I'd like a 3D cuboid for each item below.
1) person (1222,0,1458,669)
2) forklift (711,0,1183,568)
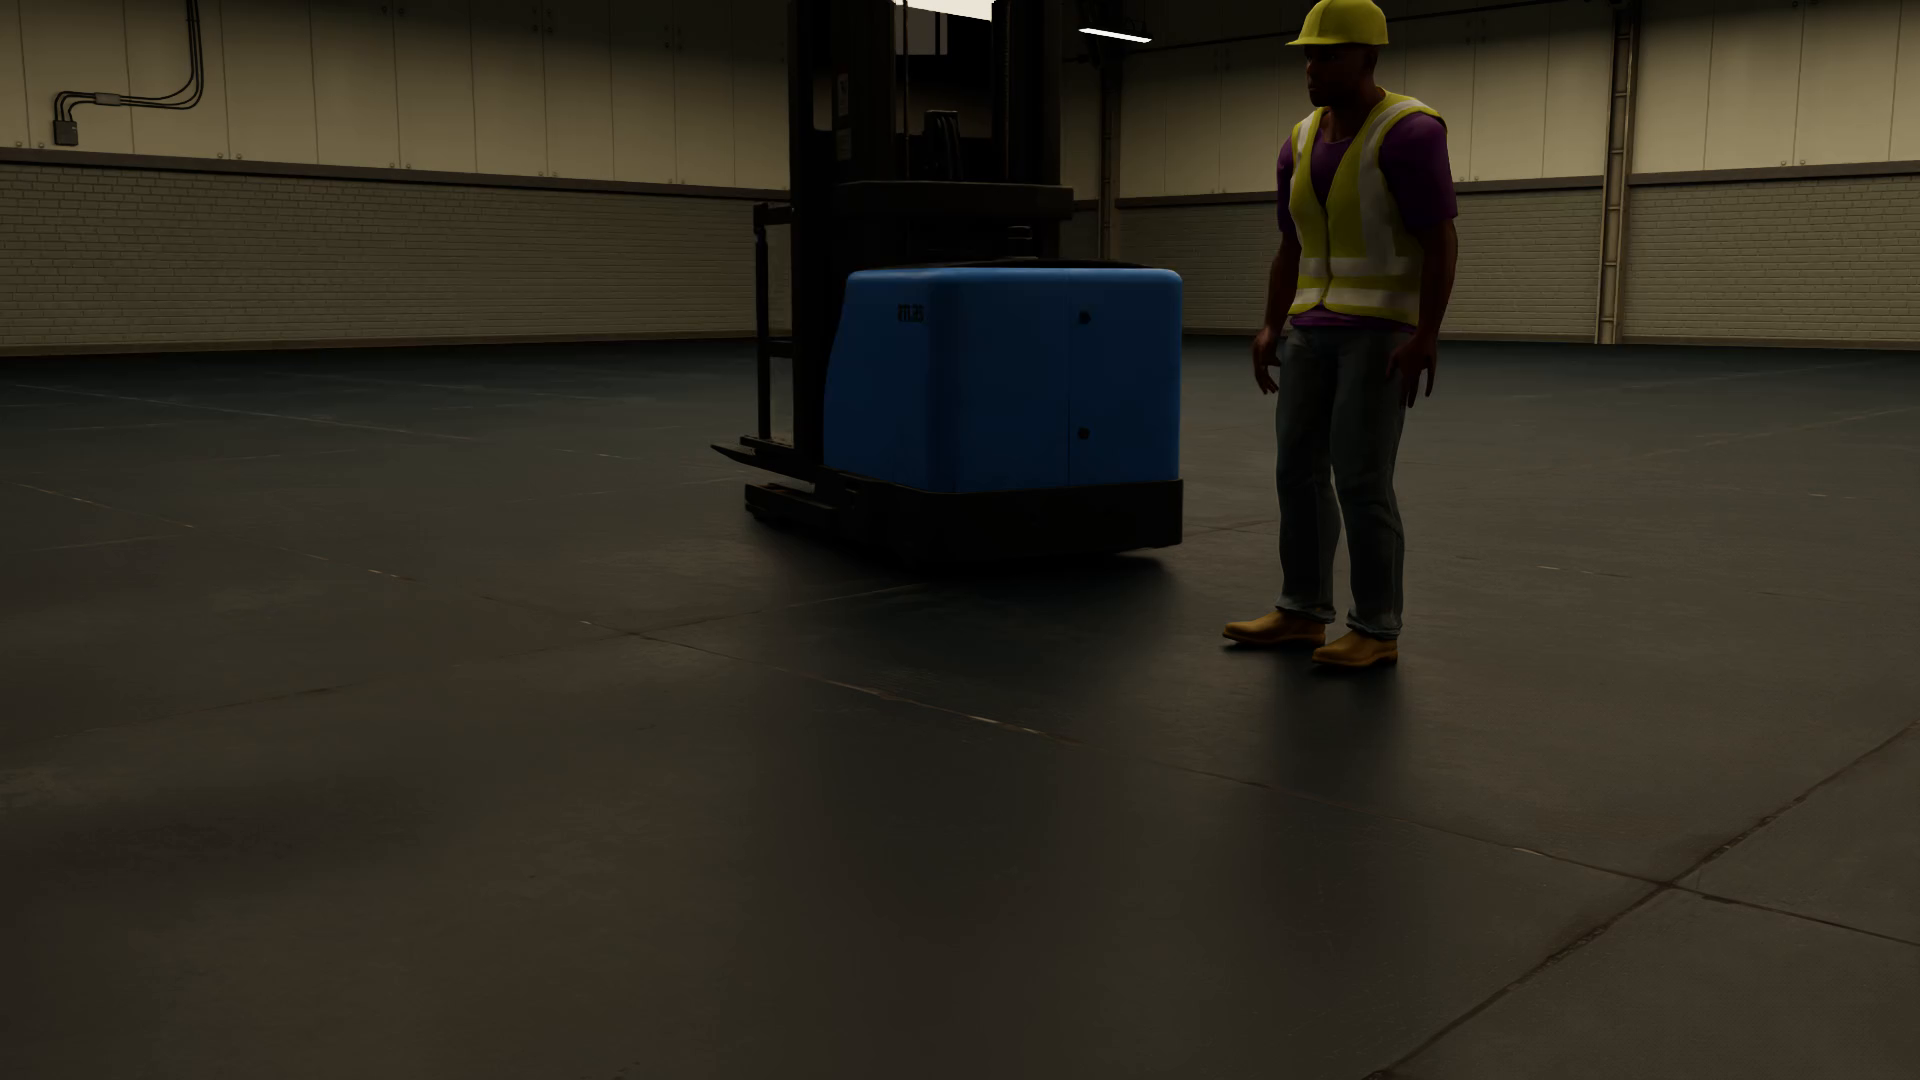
[{"bbox_3d":[1.030,-0.545,4.455,0.460,1.756,0.634,-5,10,-30],"label":"person"},{"bbox_3d":[-0.286,-1.531,7.038,1.130,2.935,3.031,-4,10,-26],"label":"forklift"}]
